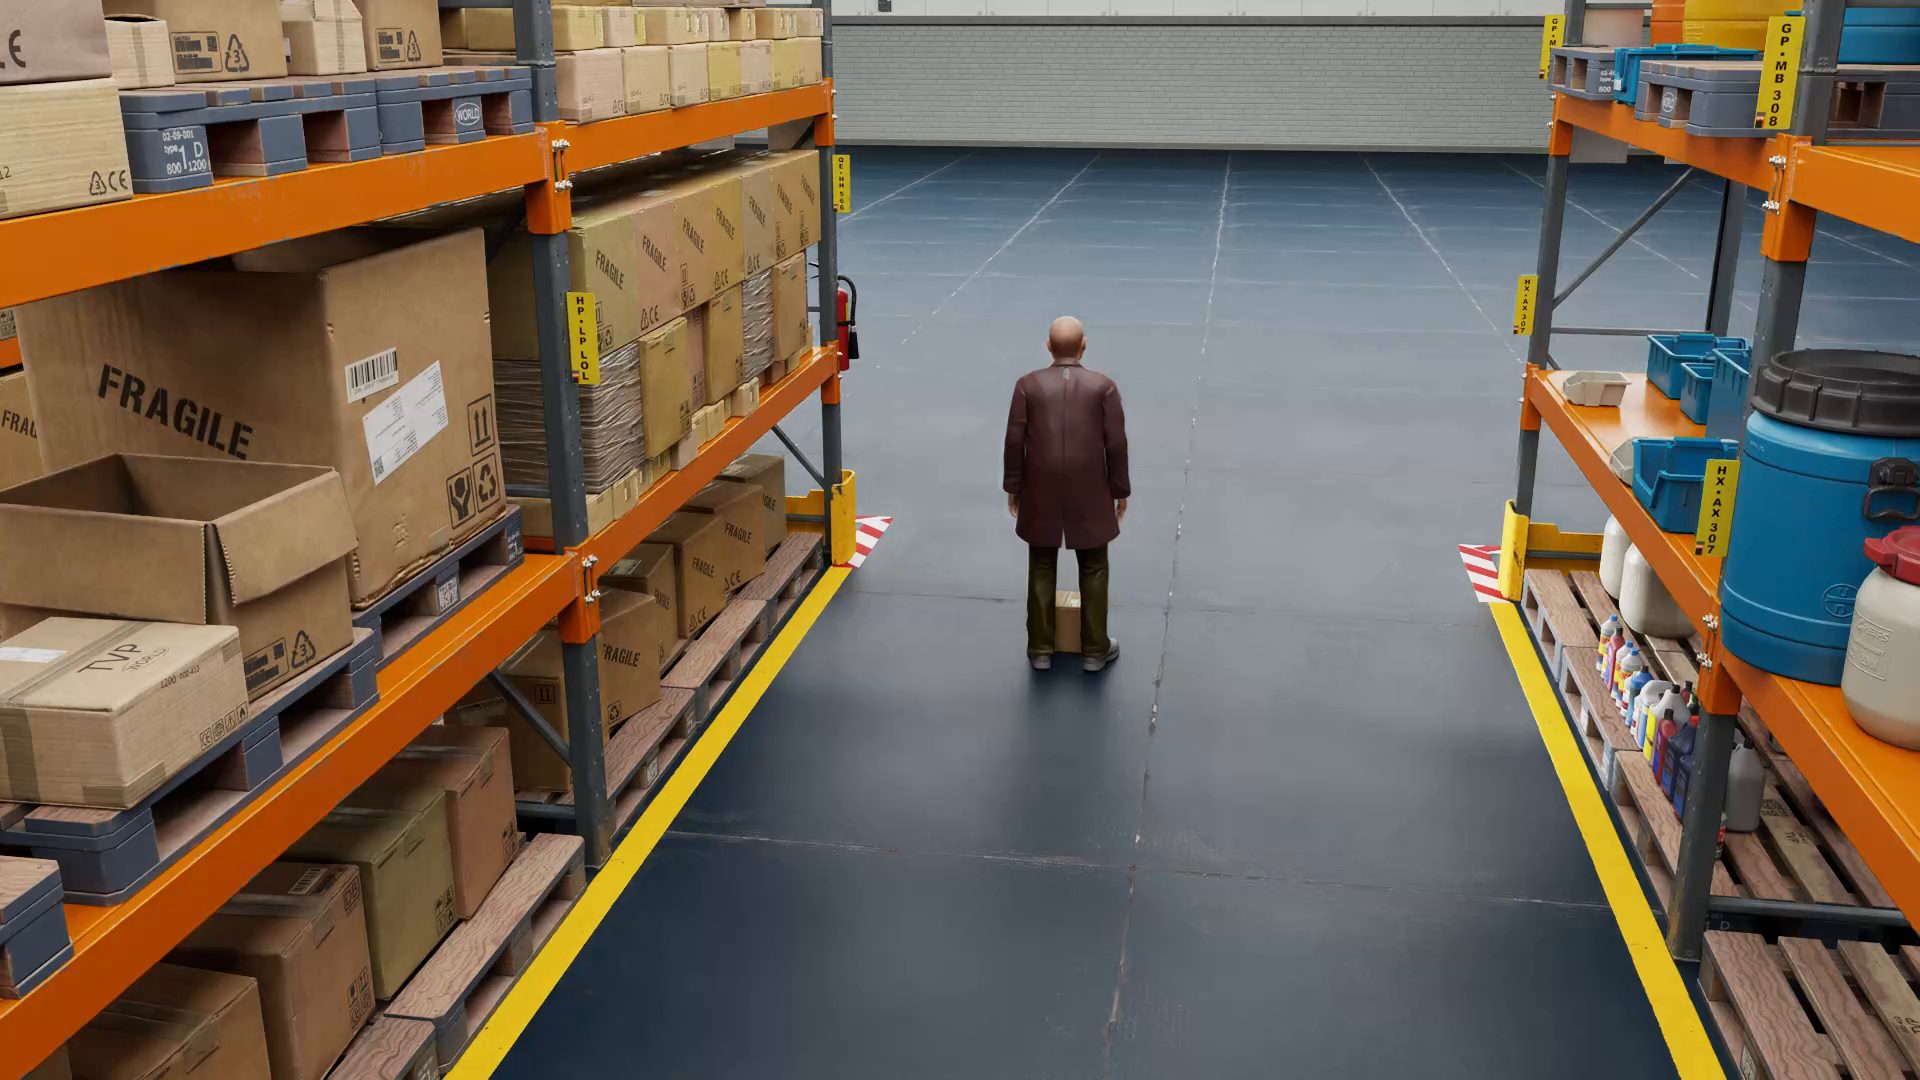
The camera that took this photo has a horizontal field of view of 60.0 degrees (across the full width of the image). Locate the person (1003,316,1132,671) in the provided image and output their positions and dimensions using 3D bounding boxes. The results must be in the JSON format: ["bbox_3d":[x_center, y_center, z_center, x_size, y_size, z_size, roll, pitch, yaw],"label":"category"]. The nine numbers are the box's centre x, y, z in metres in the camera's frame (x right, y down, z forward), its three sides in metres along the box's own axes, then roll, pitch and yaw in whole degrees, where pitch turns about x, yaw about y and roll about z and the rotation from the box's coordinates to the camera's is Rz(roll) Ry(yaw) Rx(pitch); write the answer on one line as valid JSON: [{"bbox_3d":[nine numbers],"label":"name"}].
[{"bbox_3d":[0.530,-0.226,8.287,0.644,1.774,0.424,3,18,9],"label":"person"}]
